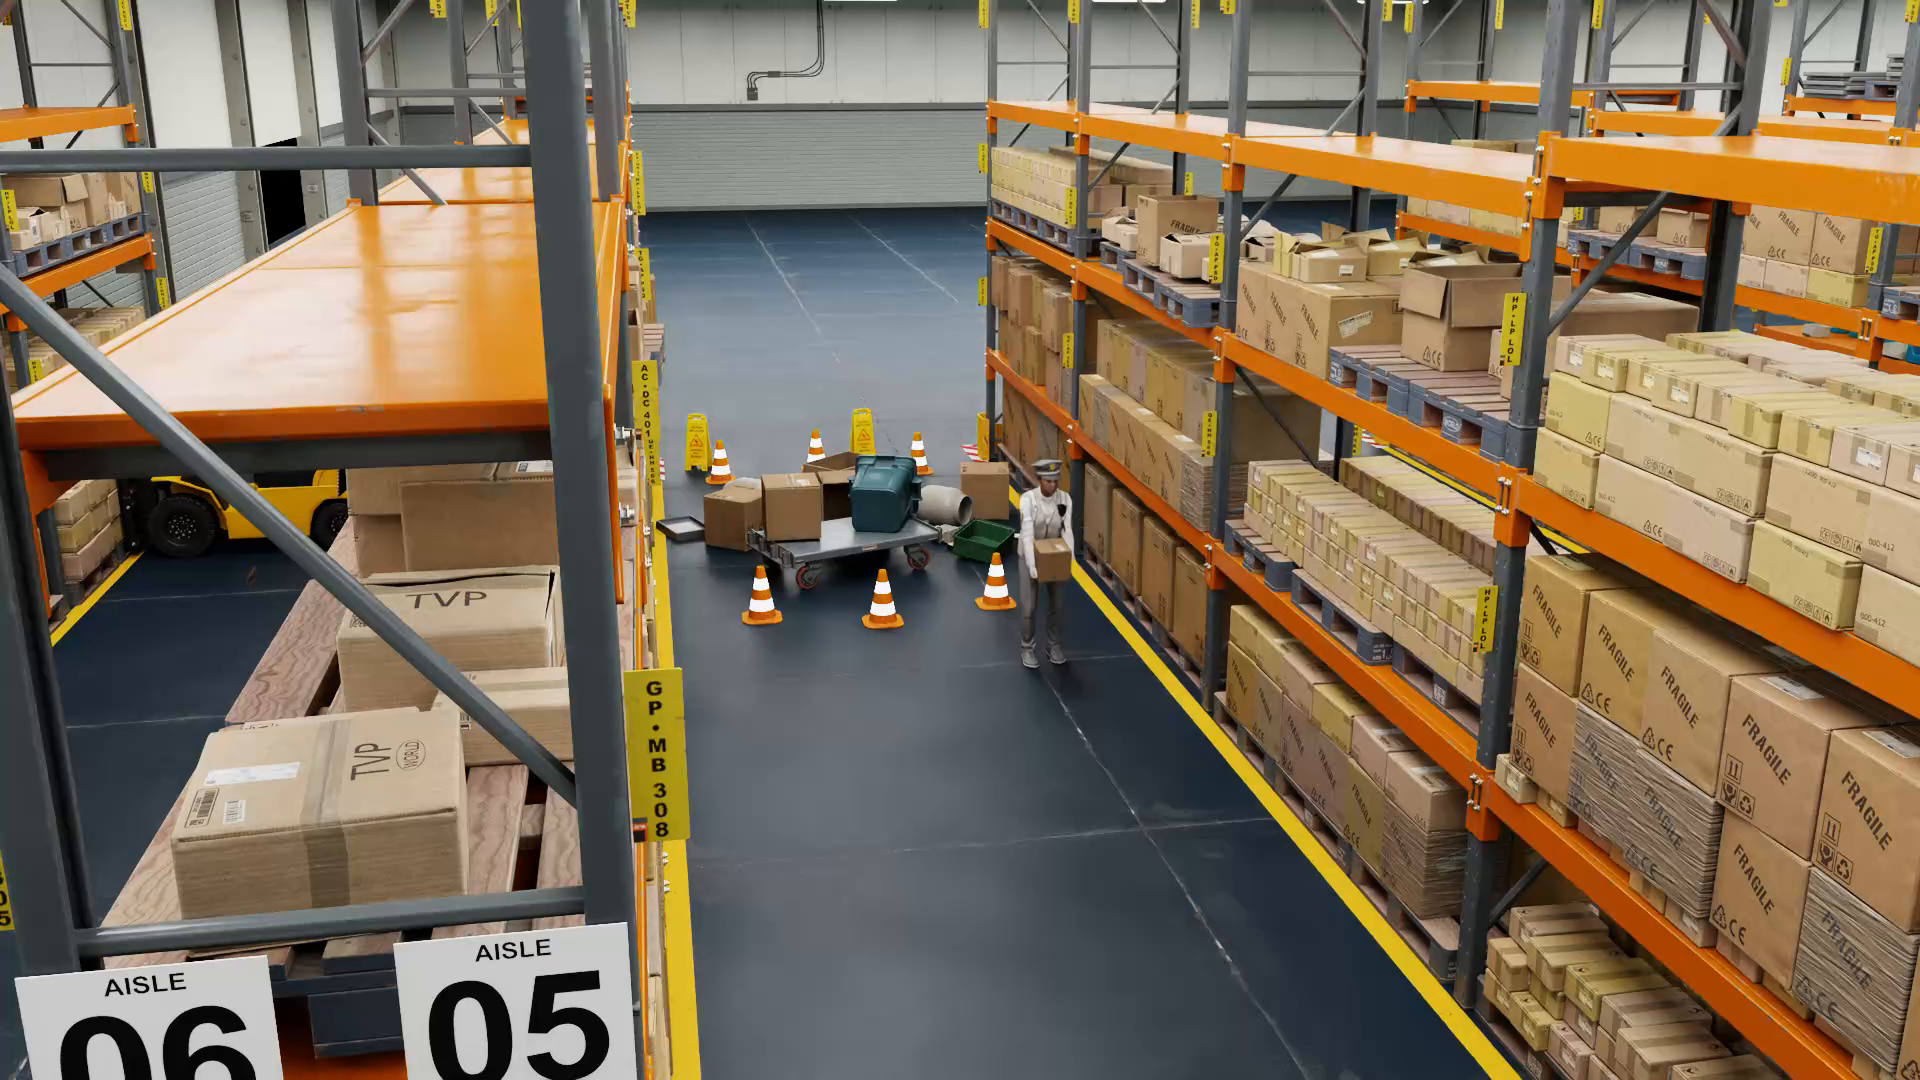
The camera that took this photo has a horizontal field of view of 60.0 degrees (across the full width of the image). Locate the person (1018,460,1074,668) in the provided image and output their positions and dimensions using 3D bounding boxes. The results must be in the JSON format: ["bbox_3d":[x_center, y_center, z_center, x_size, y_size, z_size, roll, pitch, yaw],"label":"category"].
[{"bbox_3d":[0.670,0.179,12.948,0.417,1.663,0.542,-4,17,-12],"label":"person"}]
